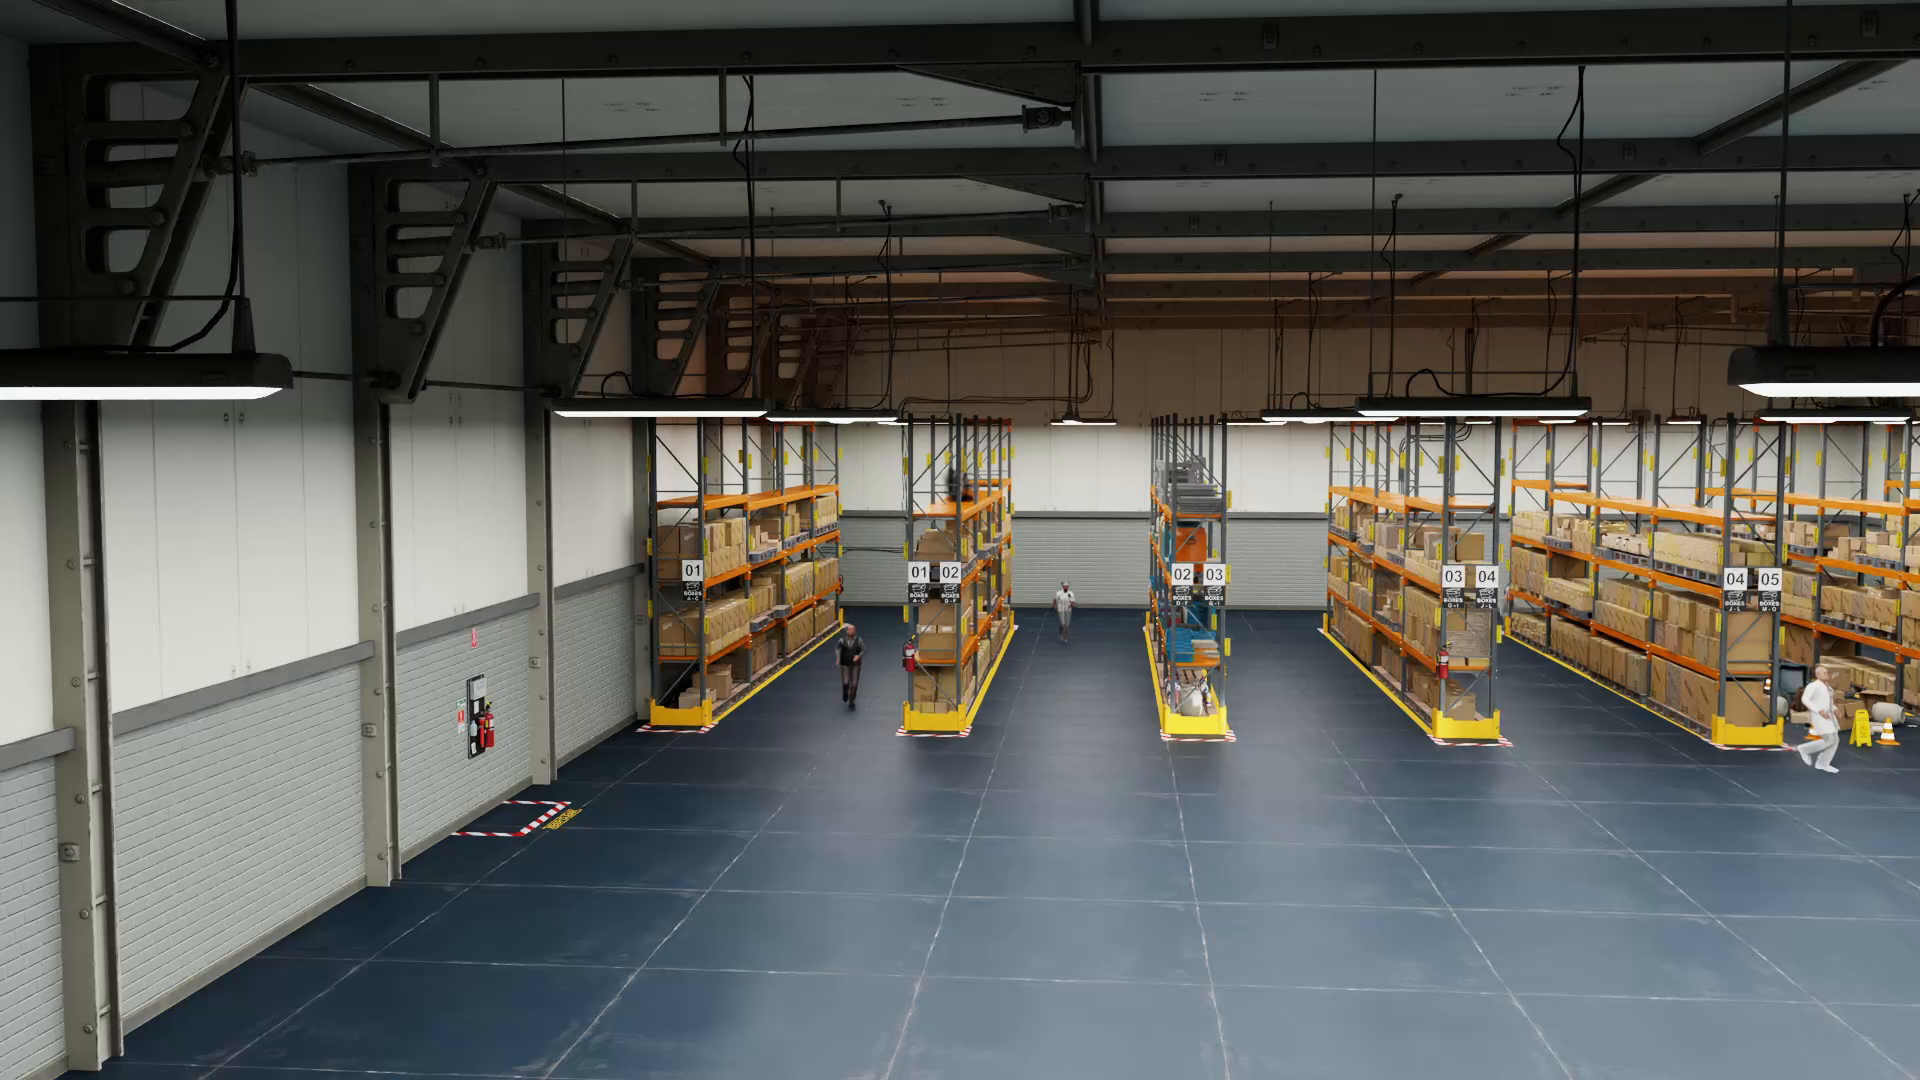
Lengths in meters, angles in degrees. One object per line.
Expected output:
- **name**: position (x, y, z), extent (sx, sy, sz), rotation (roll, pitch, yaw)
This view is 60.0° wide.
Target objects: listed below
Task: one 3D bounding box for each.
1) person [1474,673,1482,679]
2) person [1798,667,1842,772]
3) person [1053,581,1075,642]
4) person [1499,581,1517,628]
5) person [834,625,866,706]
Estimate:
- **person**: position (11.840, 2.253, 38.390), extent (0.726, 1.784, 0.865), rotation (0, 4, -2)
- **person**: position (14.389, 2.994, 27.831), extent (0.725, 1.748, 0.627), rotation (-3, 5, -37)
- **person**: position (2.784, 1.905, 44.243), extent (0.545, 1.651, 0.724), rotation (0, 4, -7)
- **person**: position (15.674, 1.681, 47.486), extent (0.550, 1.695, 0.741), rotation (2, 4, 24)
- **person**: position (-2.248, 2.587, 34.117), extent (0.657, 1.679, 0.575), rotation (0, 4, -4)
